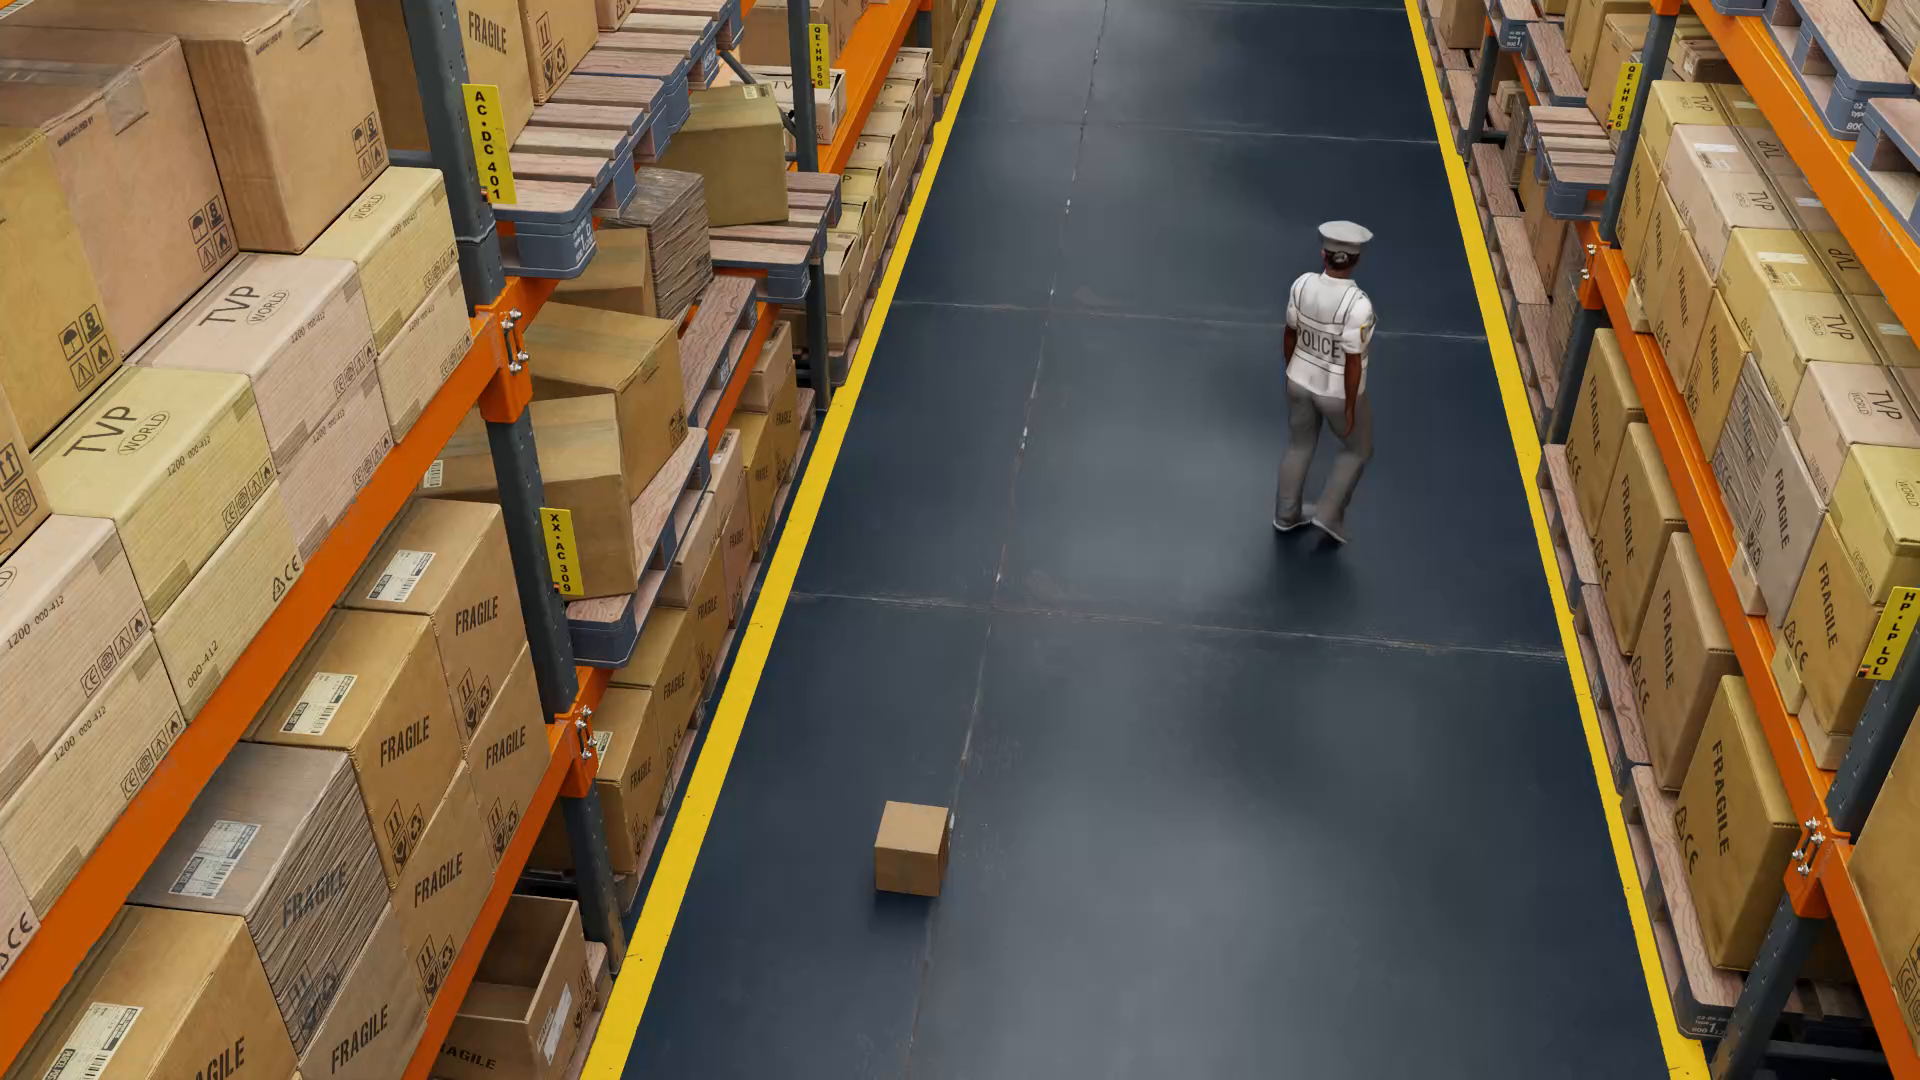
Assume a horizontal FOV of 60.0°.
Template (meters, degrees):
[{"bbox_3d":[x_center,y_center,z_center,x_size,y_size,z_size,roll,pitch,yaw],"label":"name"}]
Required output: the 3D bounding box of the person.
[{"bbox_3d":[1.769,-0.708,8.033,0.382,1.737,0.479,-28,45,-33],"label":"person"}]
